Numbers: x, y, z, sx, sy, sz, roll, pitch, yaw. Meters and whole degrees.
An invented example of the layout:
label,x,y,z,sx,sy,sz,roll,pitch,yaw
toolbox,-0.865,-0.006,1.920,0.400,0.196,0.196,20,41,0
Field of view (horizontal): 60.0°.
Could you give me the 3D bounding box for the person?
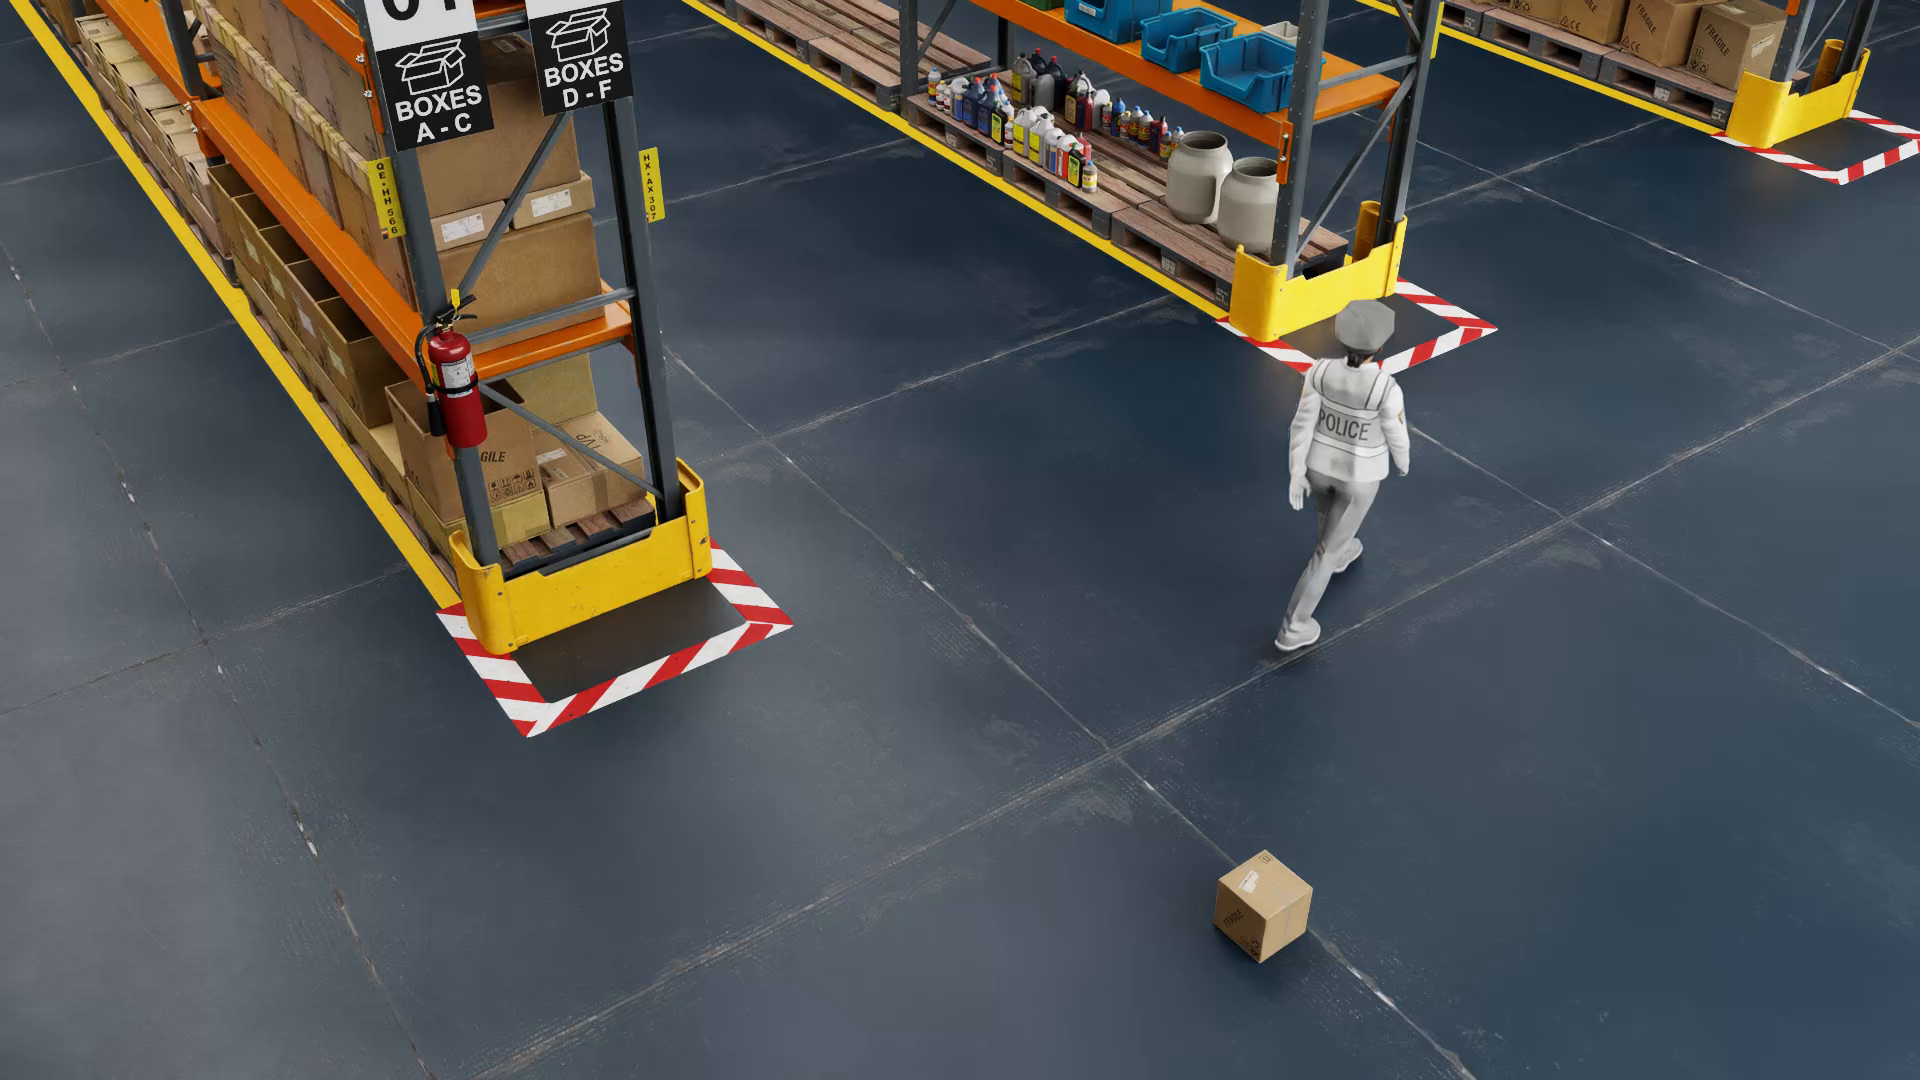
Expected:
label,x,y,z,sx,sy,sz,roll,pitch,yaw
person,1.756,-0.354,7.431,0.478,1.630,0.990,26,44,30
